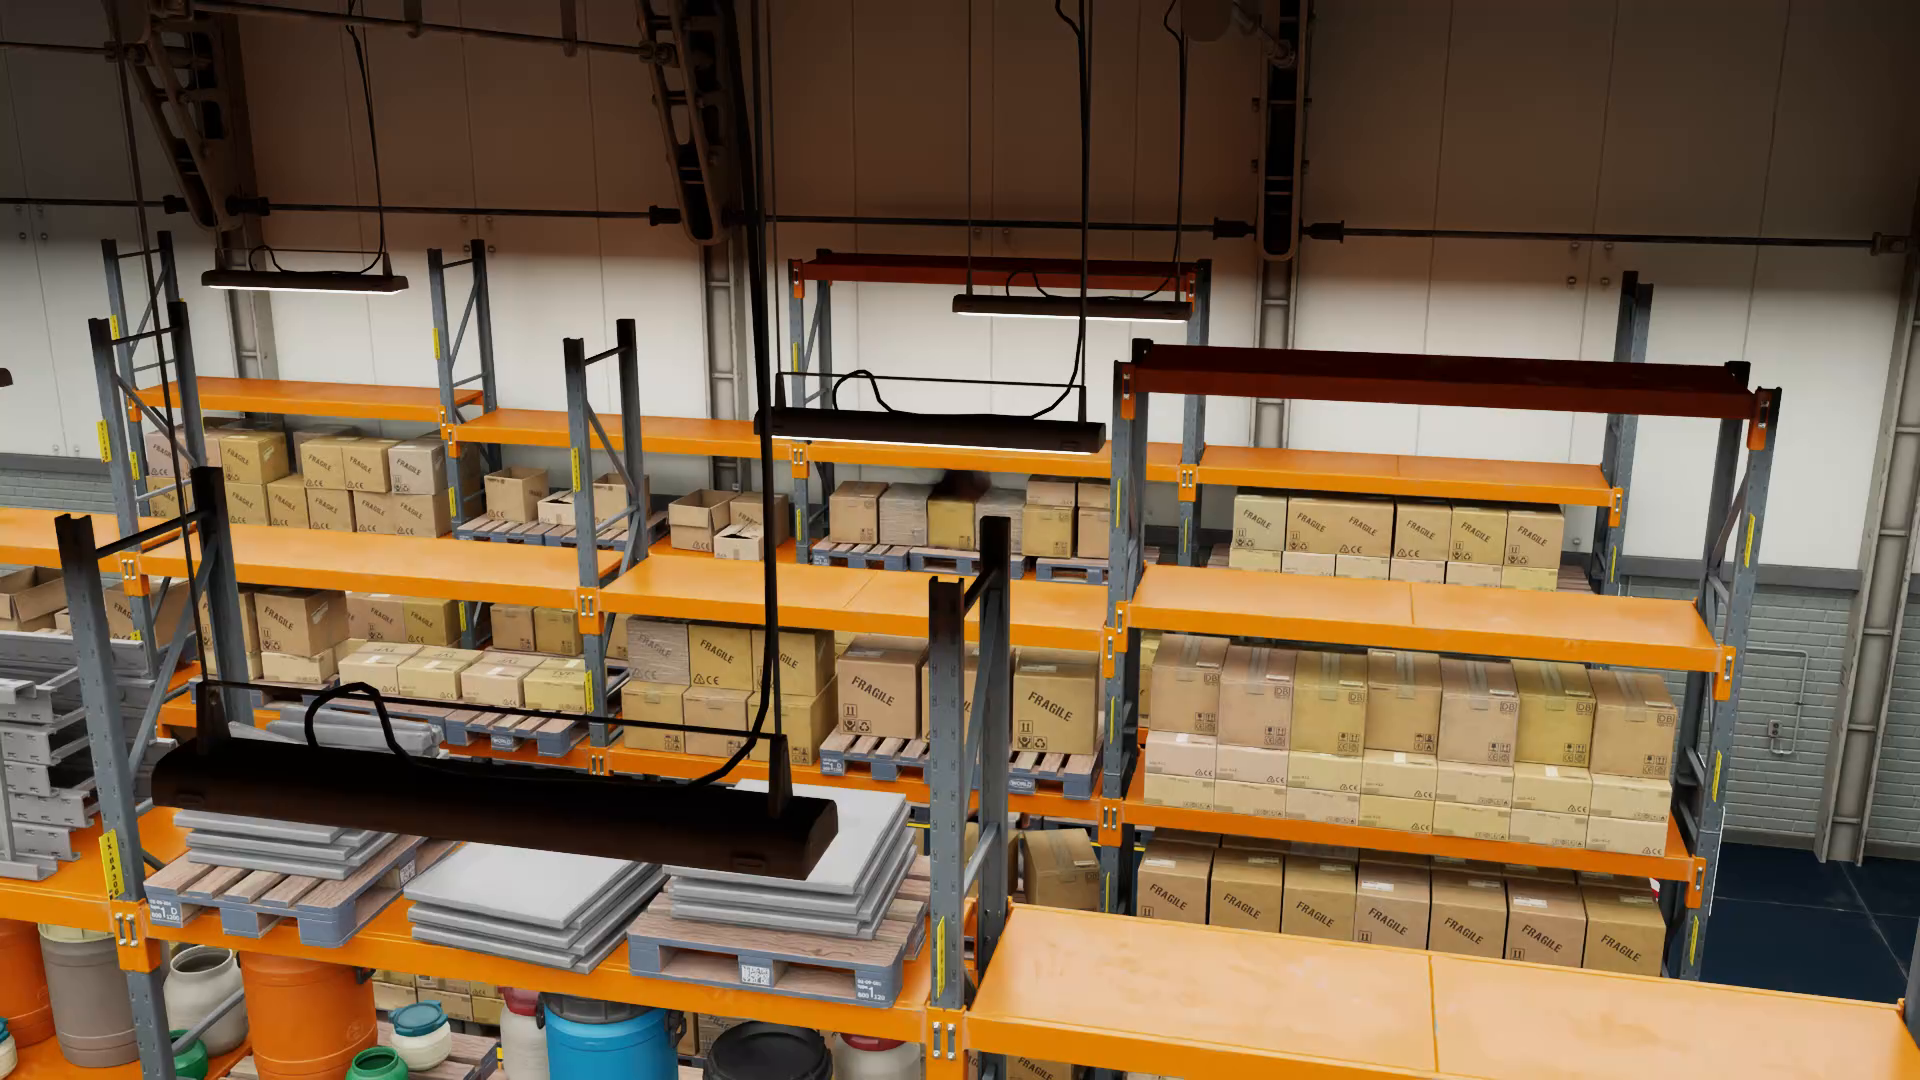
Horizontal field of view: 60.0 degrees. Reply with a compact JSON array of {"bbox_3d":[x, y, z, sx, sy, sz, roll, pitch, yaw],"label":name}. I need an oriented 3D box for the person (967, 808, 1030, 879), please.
[{"bbox_3d":[0.354,2.616,15.799,1.083,1.727,0.500,3,17,9],"label":"person"}]
